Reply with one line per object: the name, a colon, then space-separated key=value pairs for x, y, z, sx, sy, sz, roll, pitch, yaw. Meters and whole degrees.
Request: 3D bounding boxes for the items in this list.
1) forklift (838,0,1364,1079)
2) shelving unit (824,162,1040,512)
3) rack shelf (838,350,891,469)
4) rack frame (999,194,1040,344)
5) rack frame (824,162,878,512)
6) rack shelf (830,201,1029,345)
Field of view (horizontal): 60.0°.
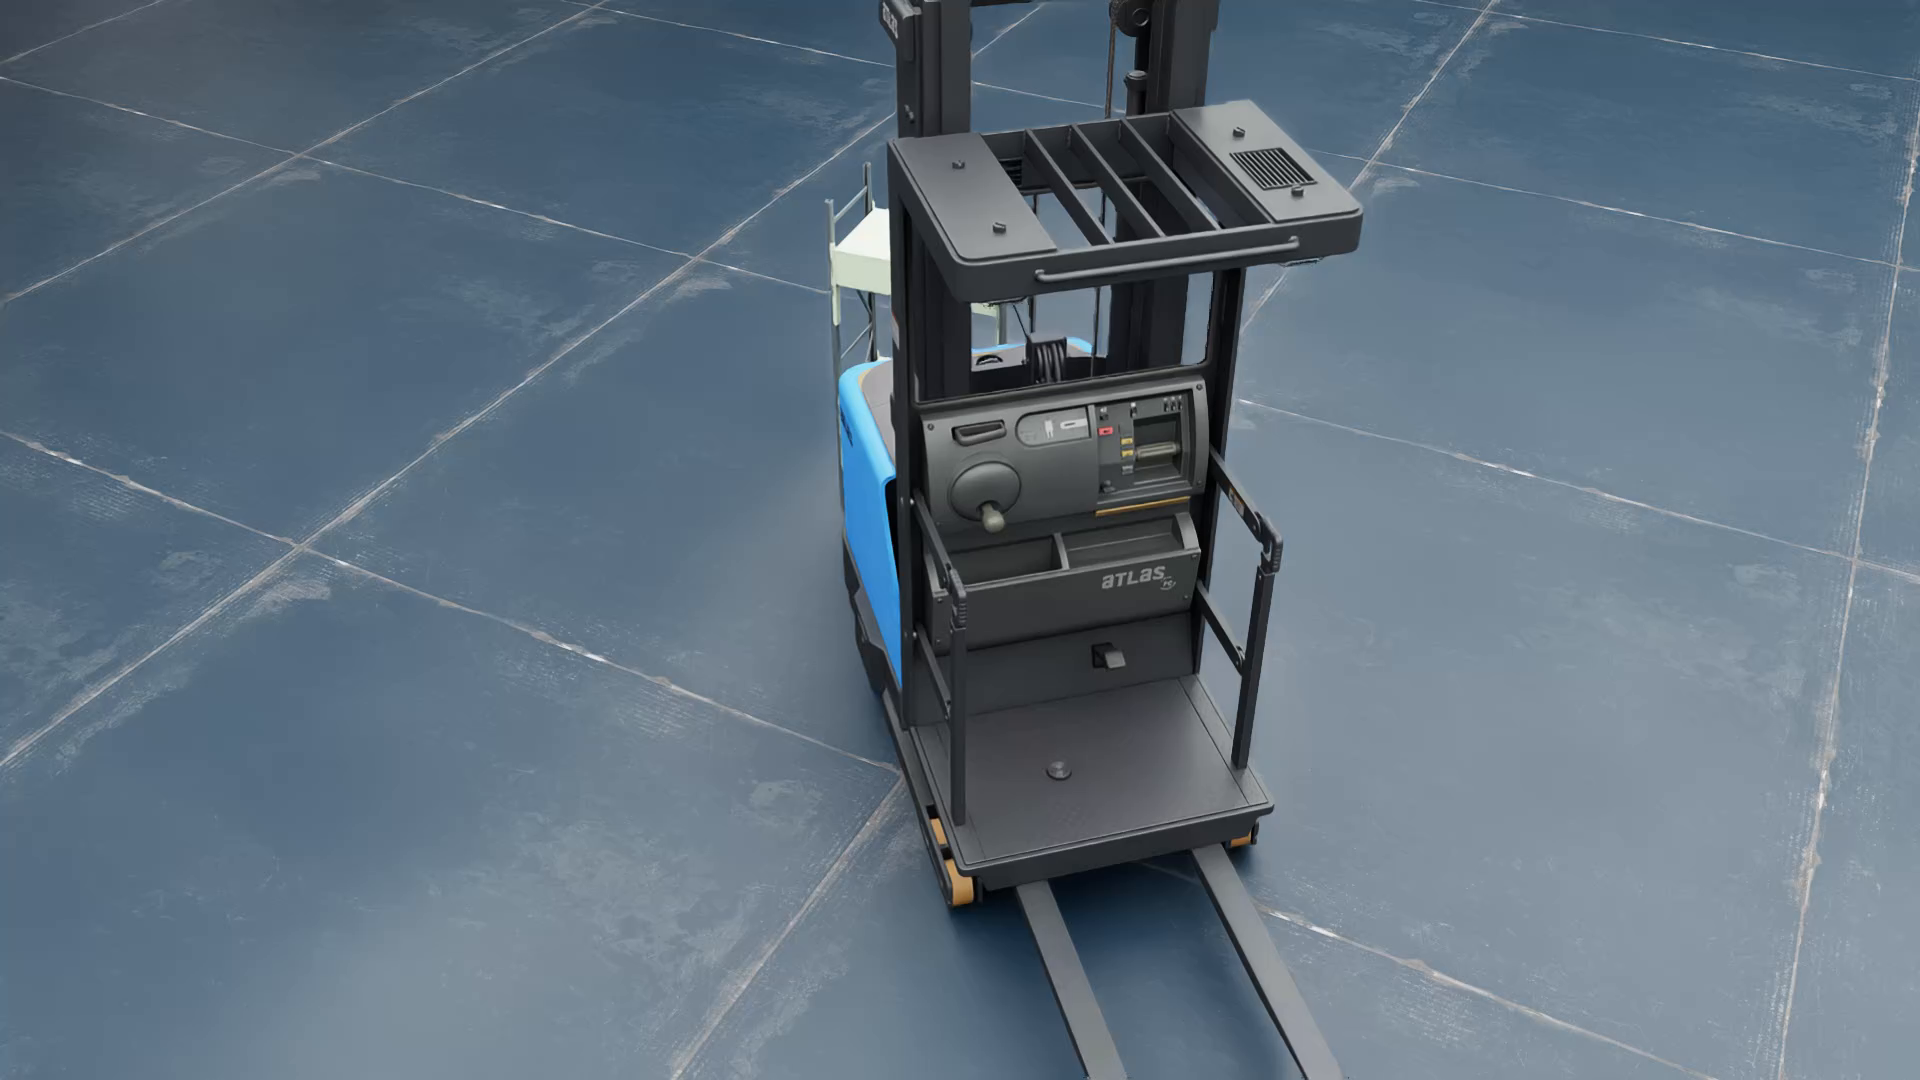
forklift: x=0.400 y=-0.196 z=5.084 sx=1.130 sy=2.935 sz=3.031 roll=-9 pitch=38 yaw=-12
shelving unit: x=-0.108 y=-0.755 z=7.004 sx=0.755 sy=1.500 sz=0.431 roll=13 pitch=39 yaw=17
rack shelf: x=-0.108 y=-0.495 z=7.201 sx=0.720 sy=0.370 sz=0.431 roll=13 pitch=39 yaw=17
rack frame: x=0.233 y=-0.674 z=6.897 sx=0.023 sy=1.500 sz=0.400 roll=13 pitch=39 yaw=17
rack frame: x=-0.448 y=-0.836 z=7.111 sx=0.023 sy=1.500 sz=0.400 roll=13 pitch=39 yaw=17
rack shelf: x=-0.108 y=-1.066 z=6.768 sx=0.720 sy=0.370 sz=0.431 roll=13 pitch=39 yaw=17
